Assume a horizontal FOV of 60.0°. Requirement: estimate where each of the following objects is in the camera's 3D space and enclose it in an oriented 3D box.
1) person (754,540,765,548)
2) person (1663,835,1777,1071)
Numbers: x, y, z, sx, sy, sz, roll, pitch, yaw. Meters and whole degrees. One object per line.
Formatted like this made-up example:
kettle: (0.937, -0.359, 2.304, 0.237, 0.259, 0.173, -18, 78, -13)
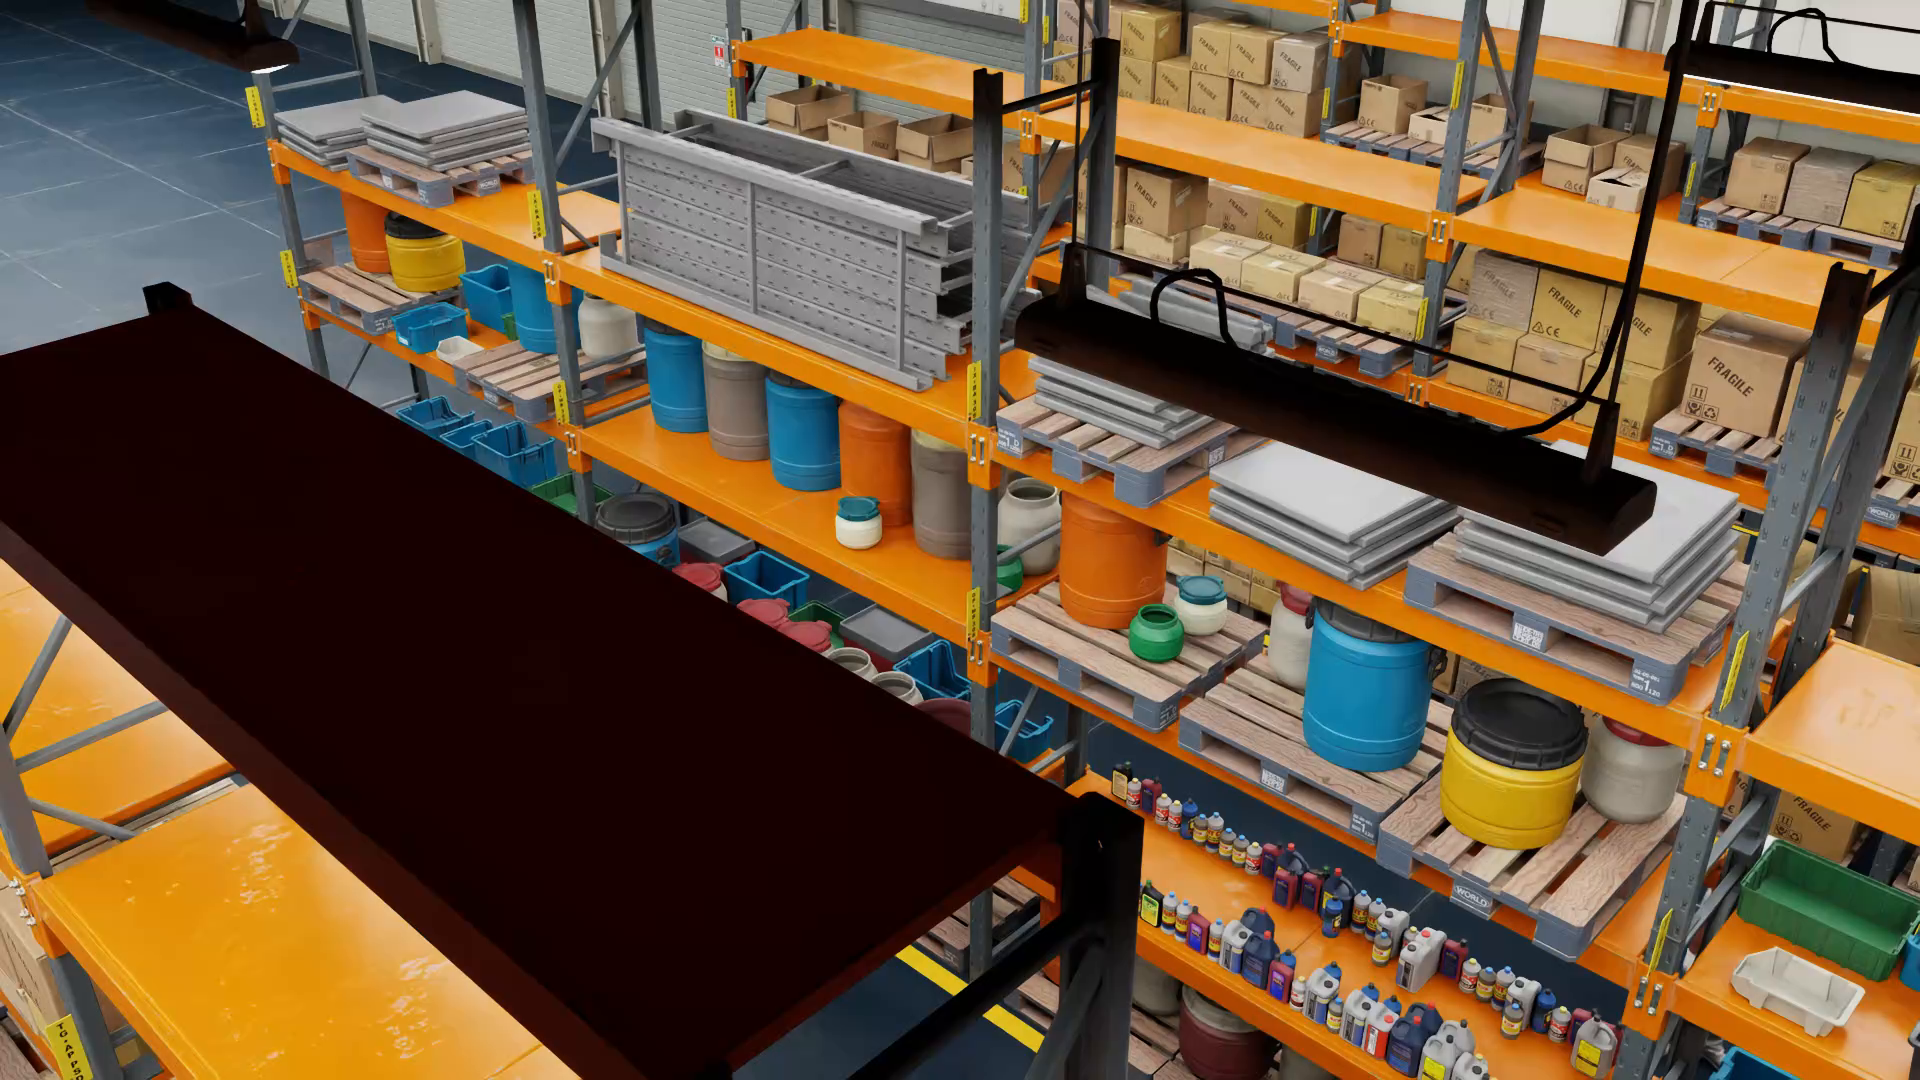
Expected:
person: (-2.228, -0.631, 15.726, 0.822, 1.623, 0.557, 21, 36, 33)
person: (4.638, 2.465, 10.057, 0.603, 1.786, 0.518, -8, 30, -14)
